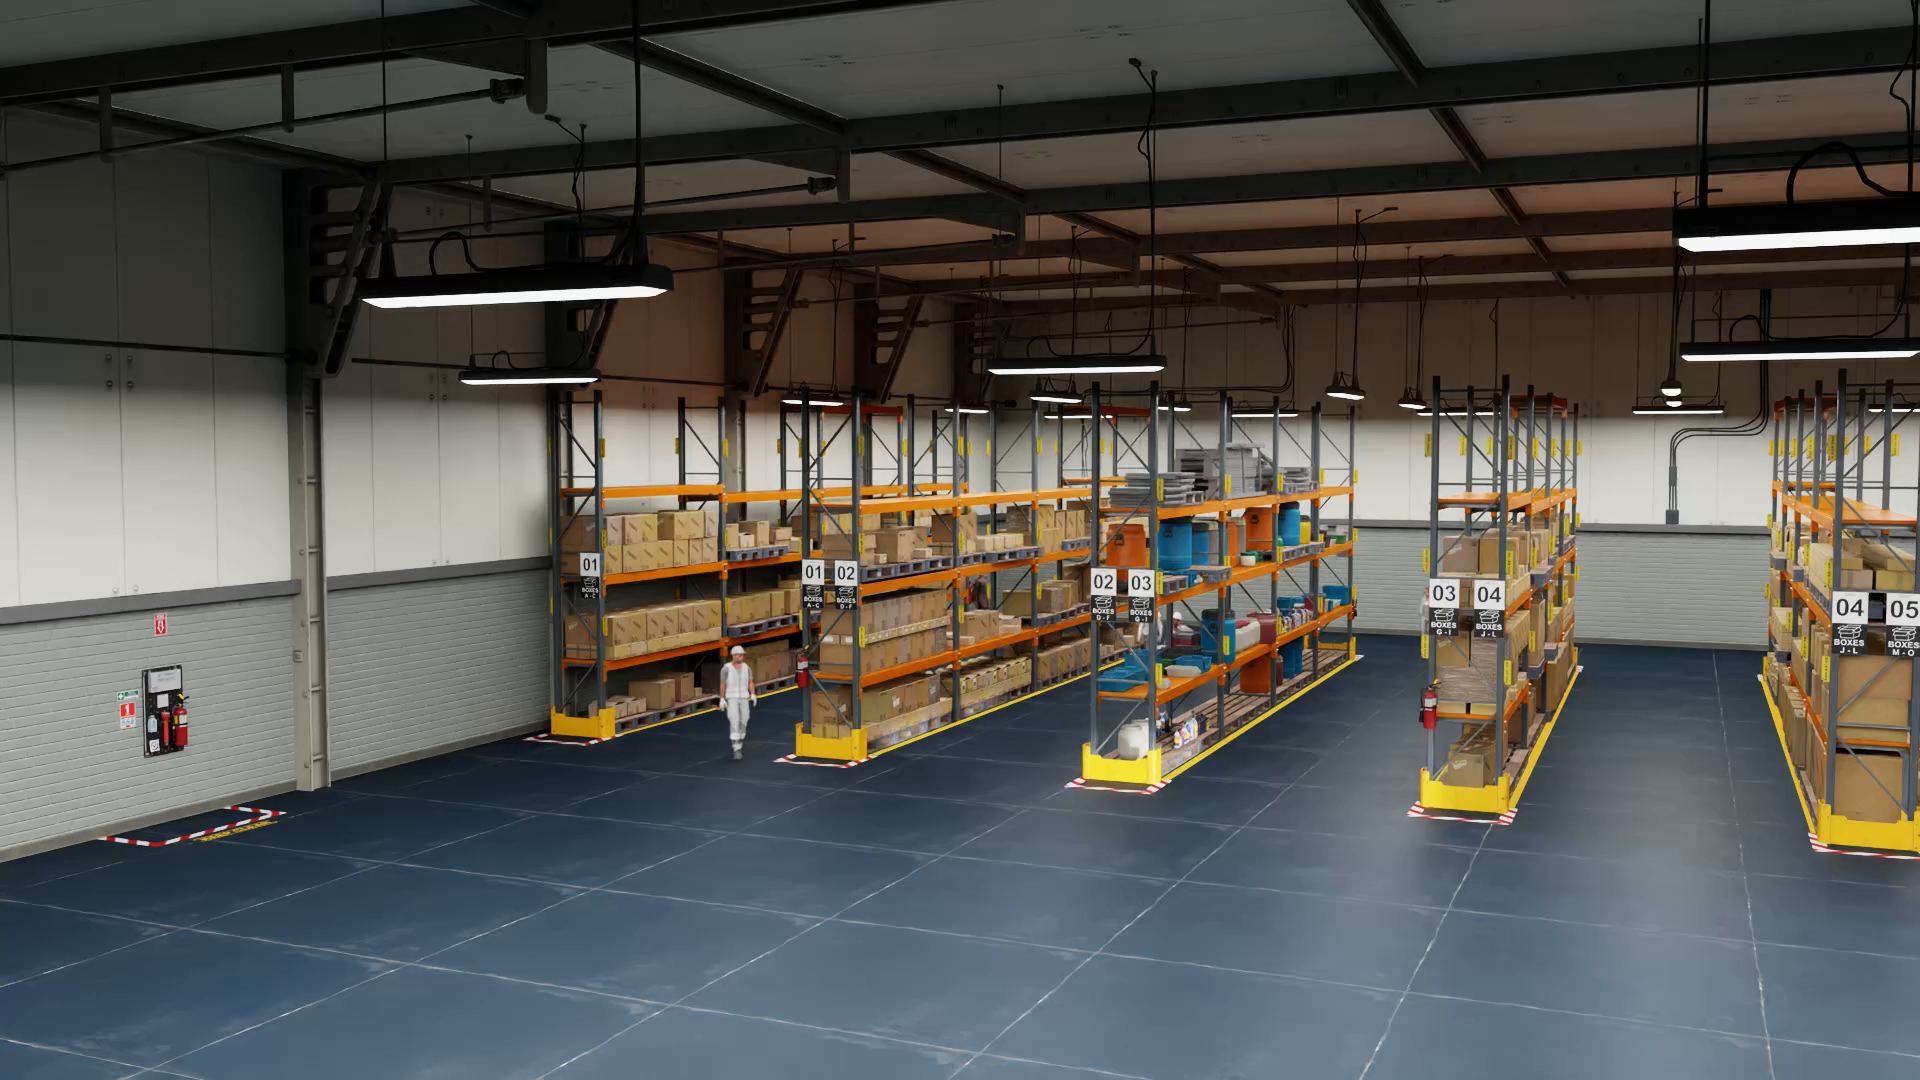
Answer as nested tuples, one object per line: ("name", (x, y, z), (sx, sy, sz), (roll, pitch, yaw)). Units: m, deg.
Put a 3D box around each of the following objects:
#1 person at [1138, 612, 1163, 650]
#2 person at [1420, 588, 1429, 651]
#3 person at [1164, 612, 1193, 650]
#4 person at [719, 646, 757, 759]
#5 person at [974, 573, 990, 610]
("person", (4.271, 2.112, 37.193), (0.511, 1.624, 1.049), (1, 3, 22))
("person", (11.527, 1.951, 40.937), (0.411, 1.530, 0.972), (1, 3, 23))
("person", (4.490, 2.294, 33.764), (0.701, 1.687, 0.720), (2, 4, 35))
("person", (-3.550, 2.632, 26.996), (0.563, 1.782, 0.790), (-2, 4, -28))
("person", (0.564, 1.631, 44.847), (0.834, 1.757, 0.533), (1, 3, 24))
